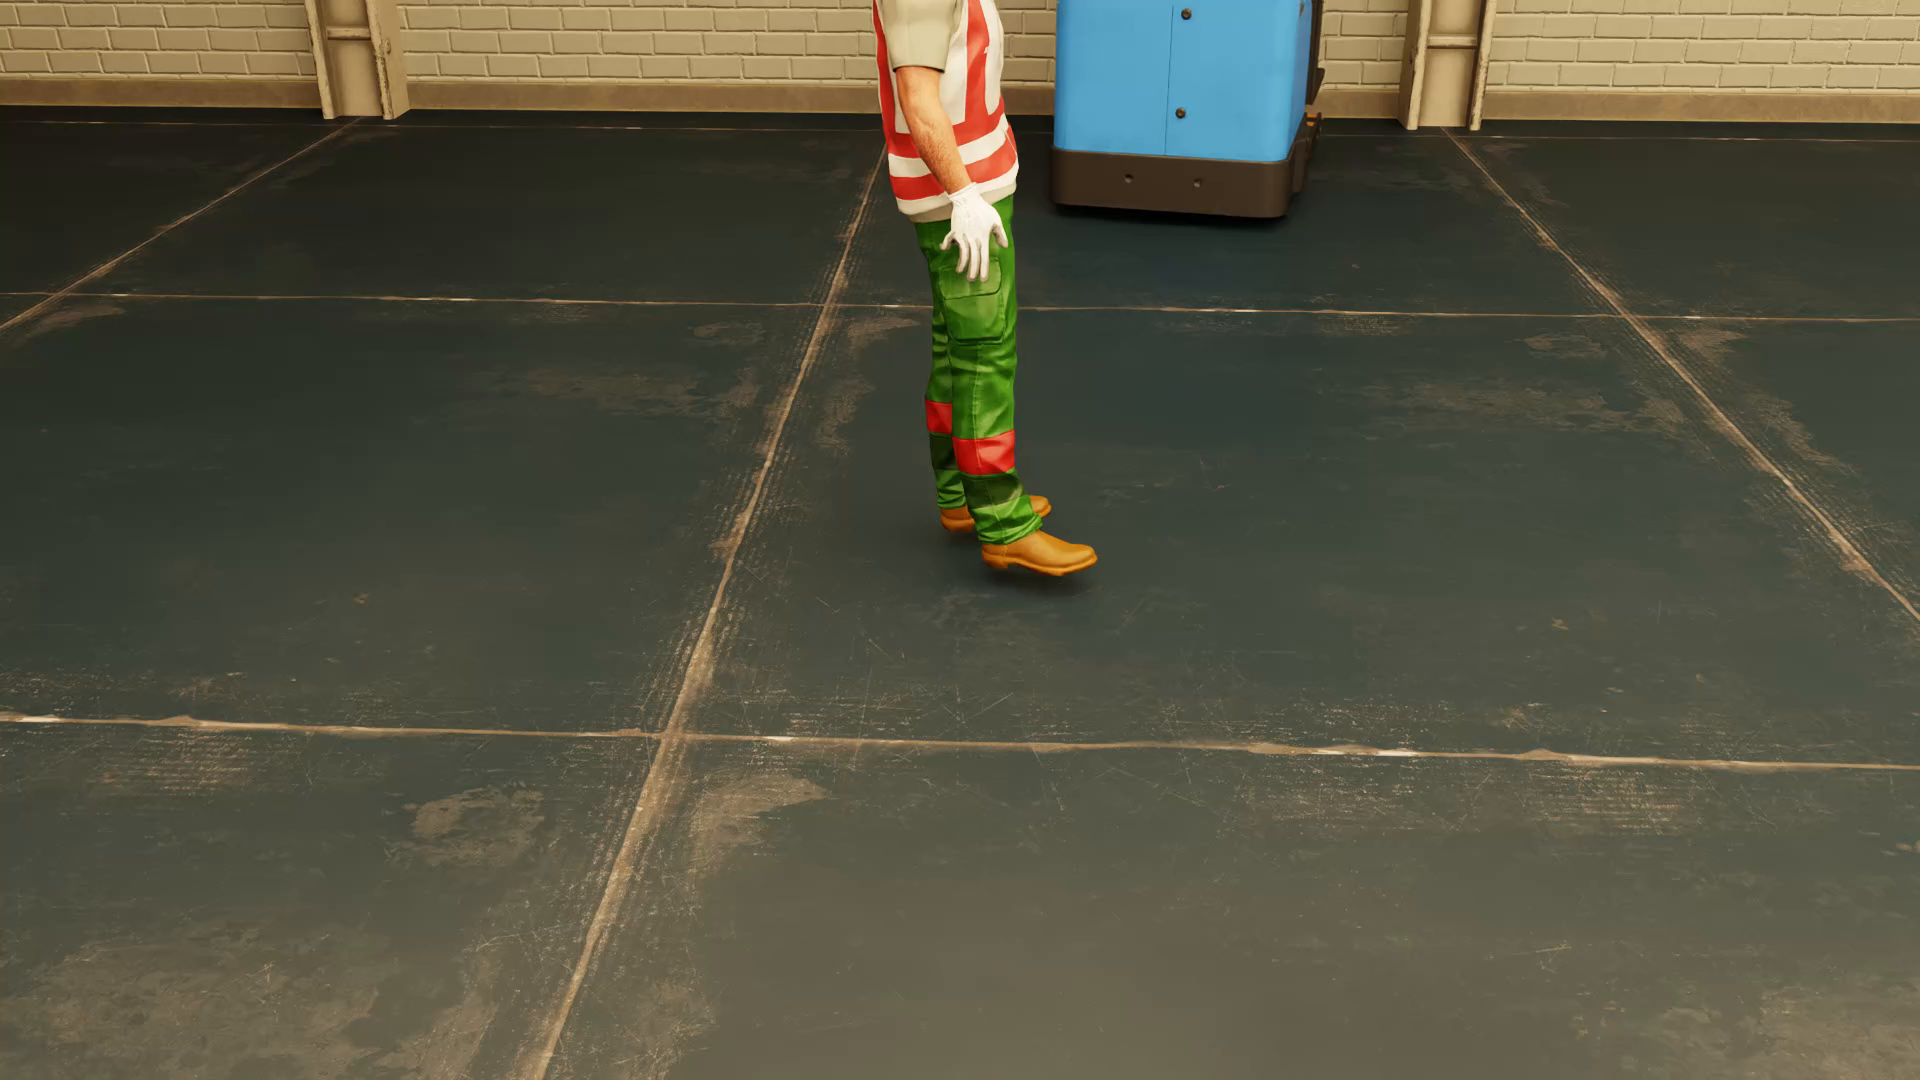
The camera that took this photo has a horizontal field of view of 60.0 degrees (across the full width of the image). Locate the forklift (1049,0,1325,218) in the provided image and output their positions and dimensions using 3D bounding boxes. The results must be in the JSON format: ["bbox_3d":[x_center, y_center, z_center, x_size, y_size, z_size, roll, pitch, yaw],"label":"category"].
[{"bbox_3d":[1.272,-3.334,7.967,1.130,2.935,3.031,7,27,13],"label":"forklift"}]

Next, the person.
[{"bbox_3d":[0.080,-0.838,4.090,0.561,1.789,0.637,1,26,2],"label":"person"}]
